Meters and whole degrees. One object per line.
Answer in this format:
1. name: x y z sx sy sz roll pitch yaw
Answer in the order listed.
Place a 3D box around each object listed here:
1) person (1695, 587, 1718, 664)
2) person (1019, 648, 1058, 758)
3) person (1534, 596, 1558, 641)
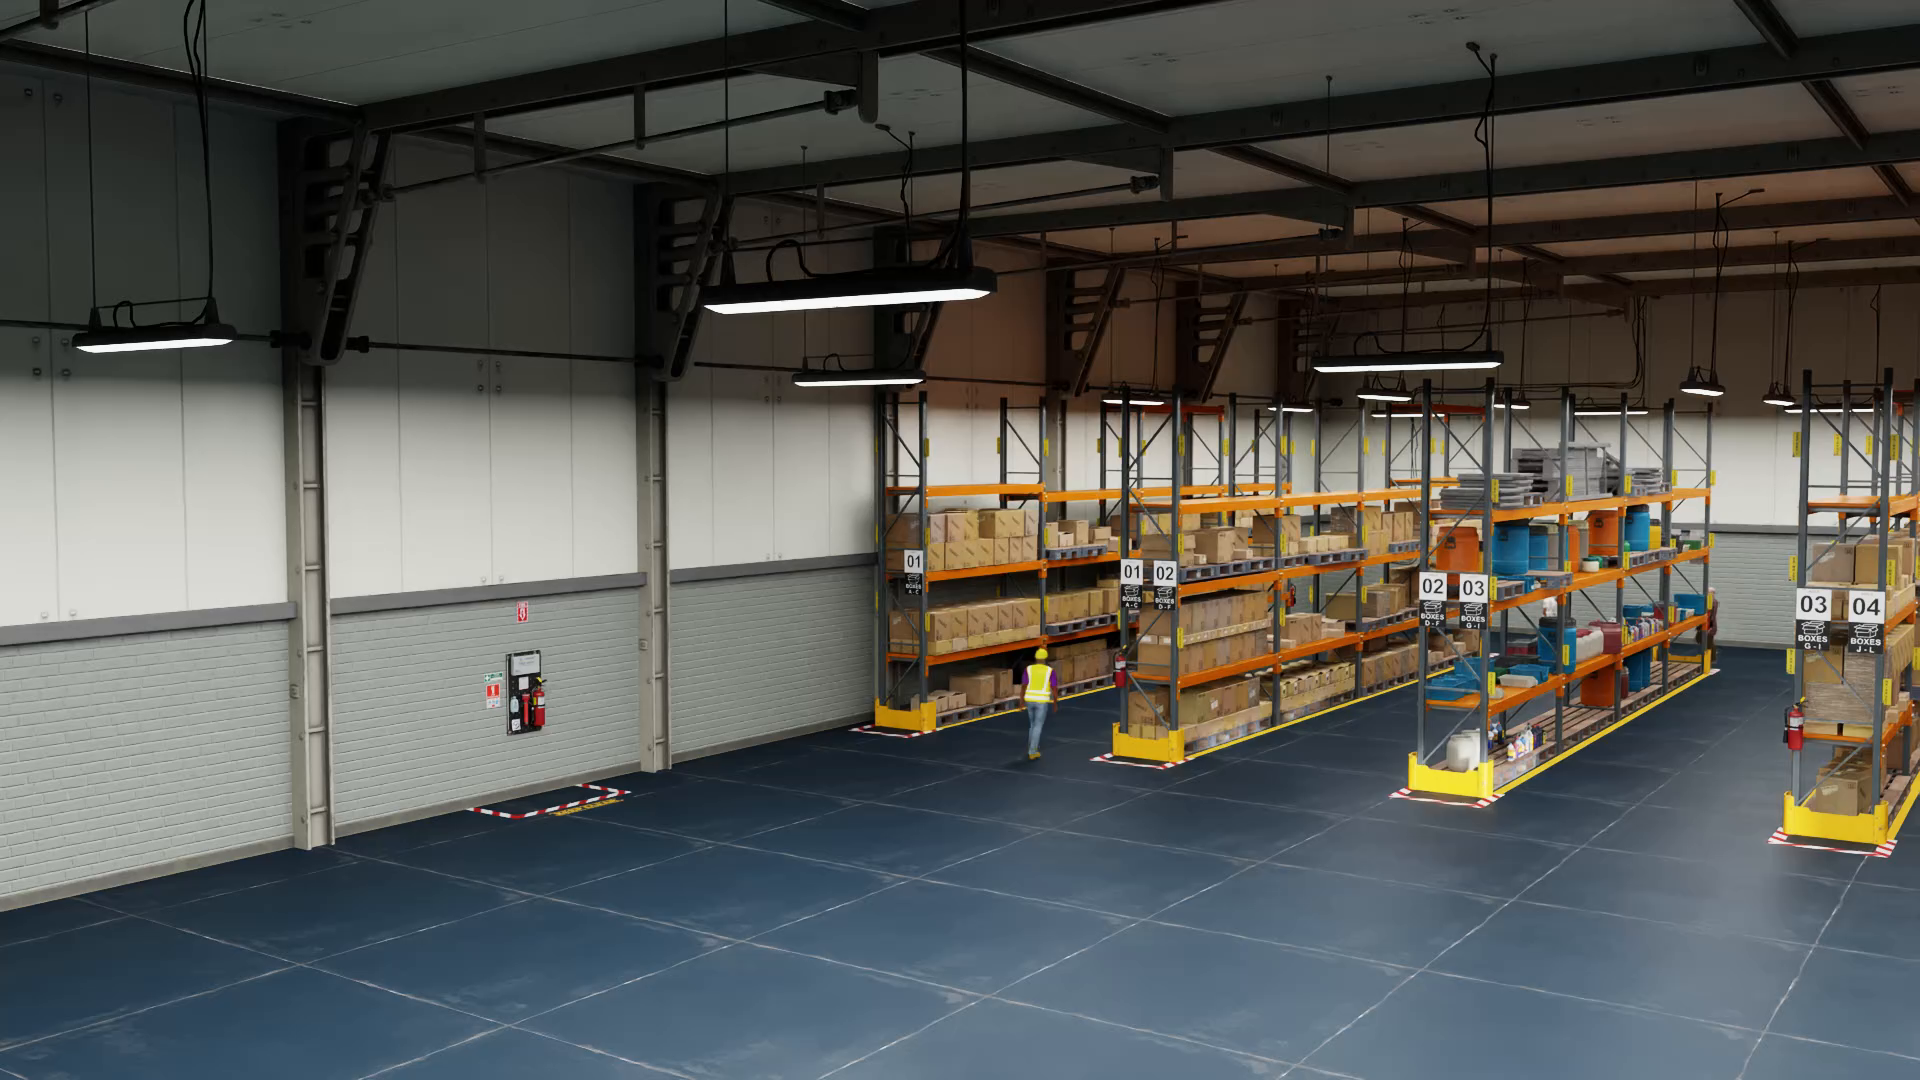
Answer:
1. person: 17.213 1.962 38.335 0.462 1.771 0.624 1 3 12
2. person: 1.271 2.655 26.835 0.574 1.810 0.602 2 4 28
3. person: 14.223 1.929 40.243 0.499 1.659 0.589 -2 4 -38
